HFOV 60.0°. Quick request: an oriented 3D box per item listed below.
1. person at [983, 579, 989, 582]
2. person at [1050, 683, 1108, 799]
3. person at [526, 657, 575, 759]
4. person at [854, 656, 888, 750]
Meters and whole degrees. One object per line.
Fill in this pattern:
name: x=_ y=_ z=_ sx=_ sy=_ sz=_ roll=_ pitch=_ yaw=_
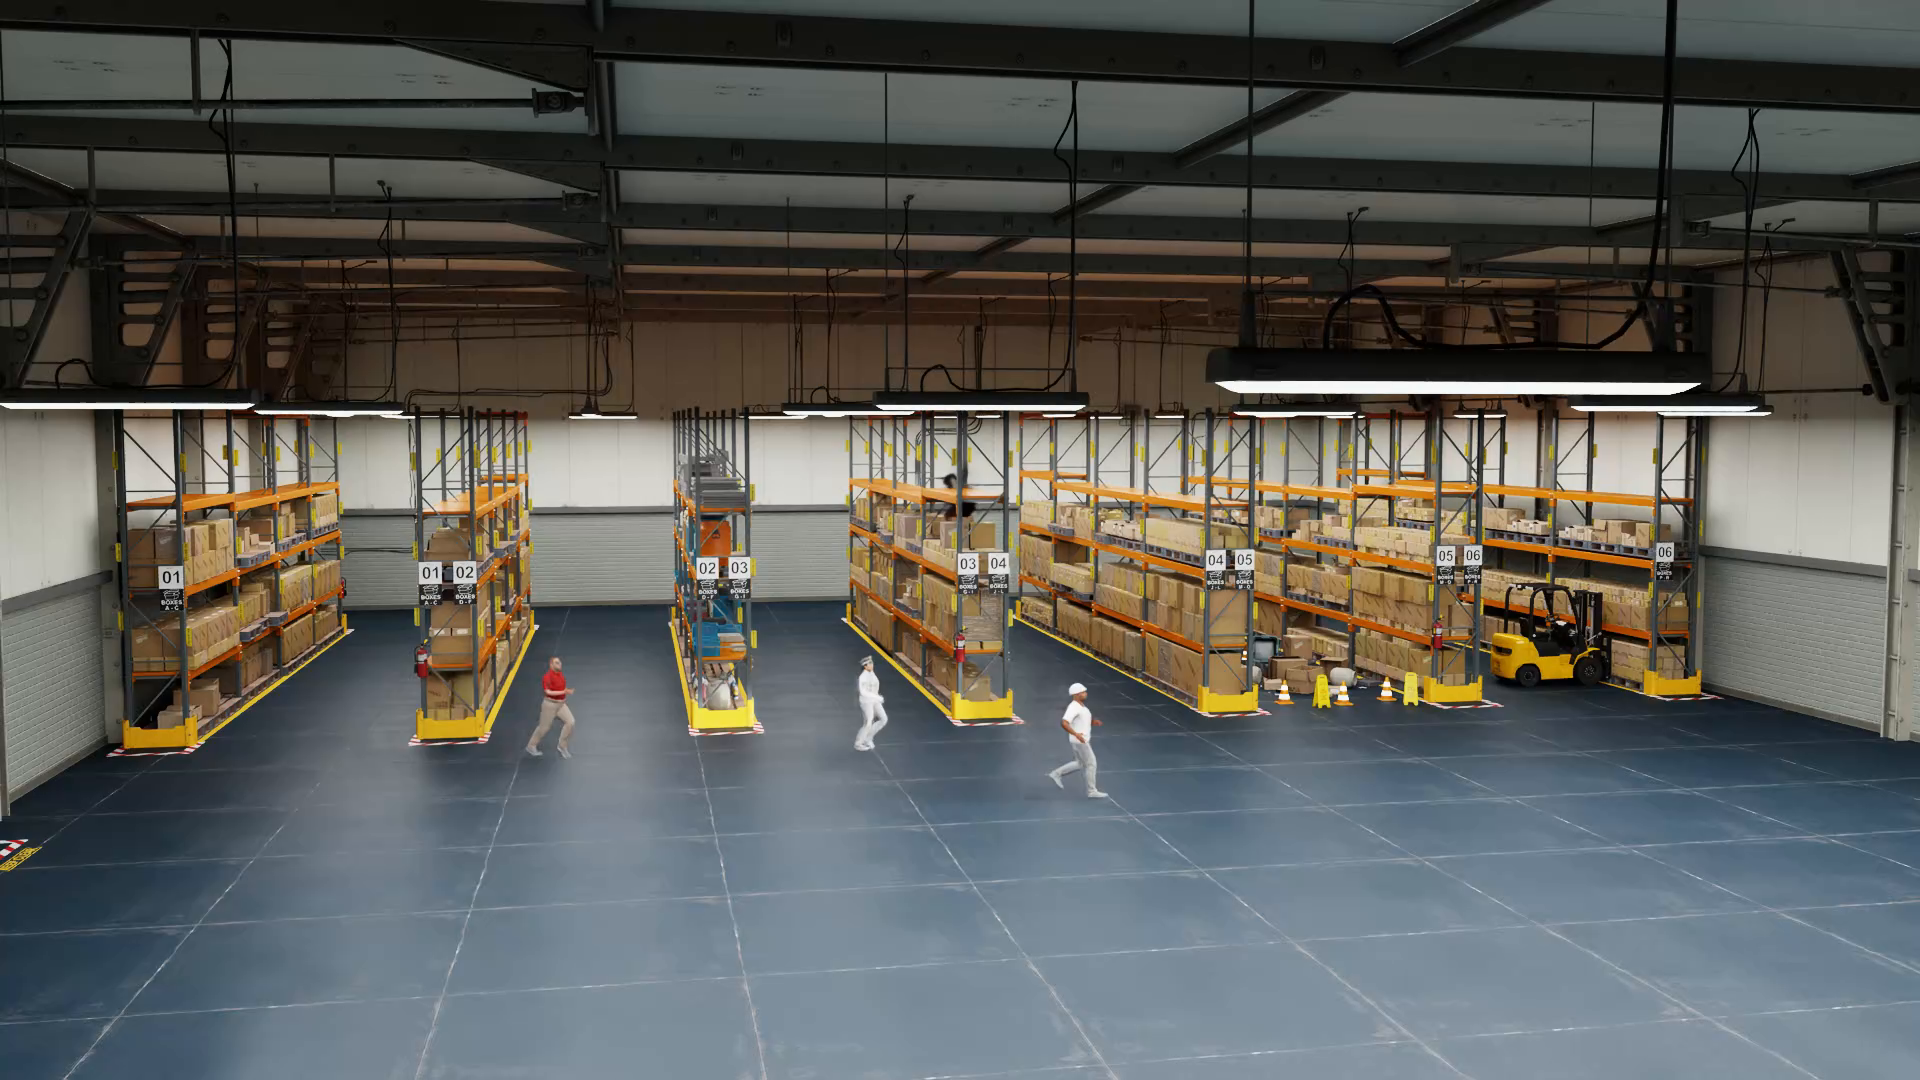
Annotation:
person: x=0.615 y=1.424 z=48.555 sx=0.706 sy=1.798 sz=0.690 roll=4 pitch=5 yaw=42
person: x=1.802 y=3.049 z=25.293 sx=0.907 sy=1.745 sz=0.714 roll=1 pitch=4 yaw=10
person: x=-6.918 y=2.862 z=28.291 sx=0.911 sy=1.777 sz=0.673 roll=2 pitch=4 yaw=20
person: x=-1.561 y=2.827 z=28.929 sx=0.591 sy=1.657 sz=0.617 roll=2 pitch=4 yaw=22
